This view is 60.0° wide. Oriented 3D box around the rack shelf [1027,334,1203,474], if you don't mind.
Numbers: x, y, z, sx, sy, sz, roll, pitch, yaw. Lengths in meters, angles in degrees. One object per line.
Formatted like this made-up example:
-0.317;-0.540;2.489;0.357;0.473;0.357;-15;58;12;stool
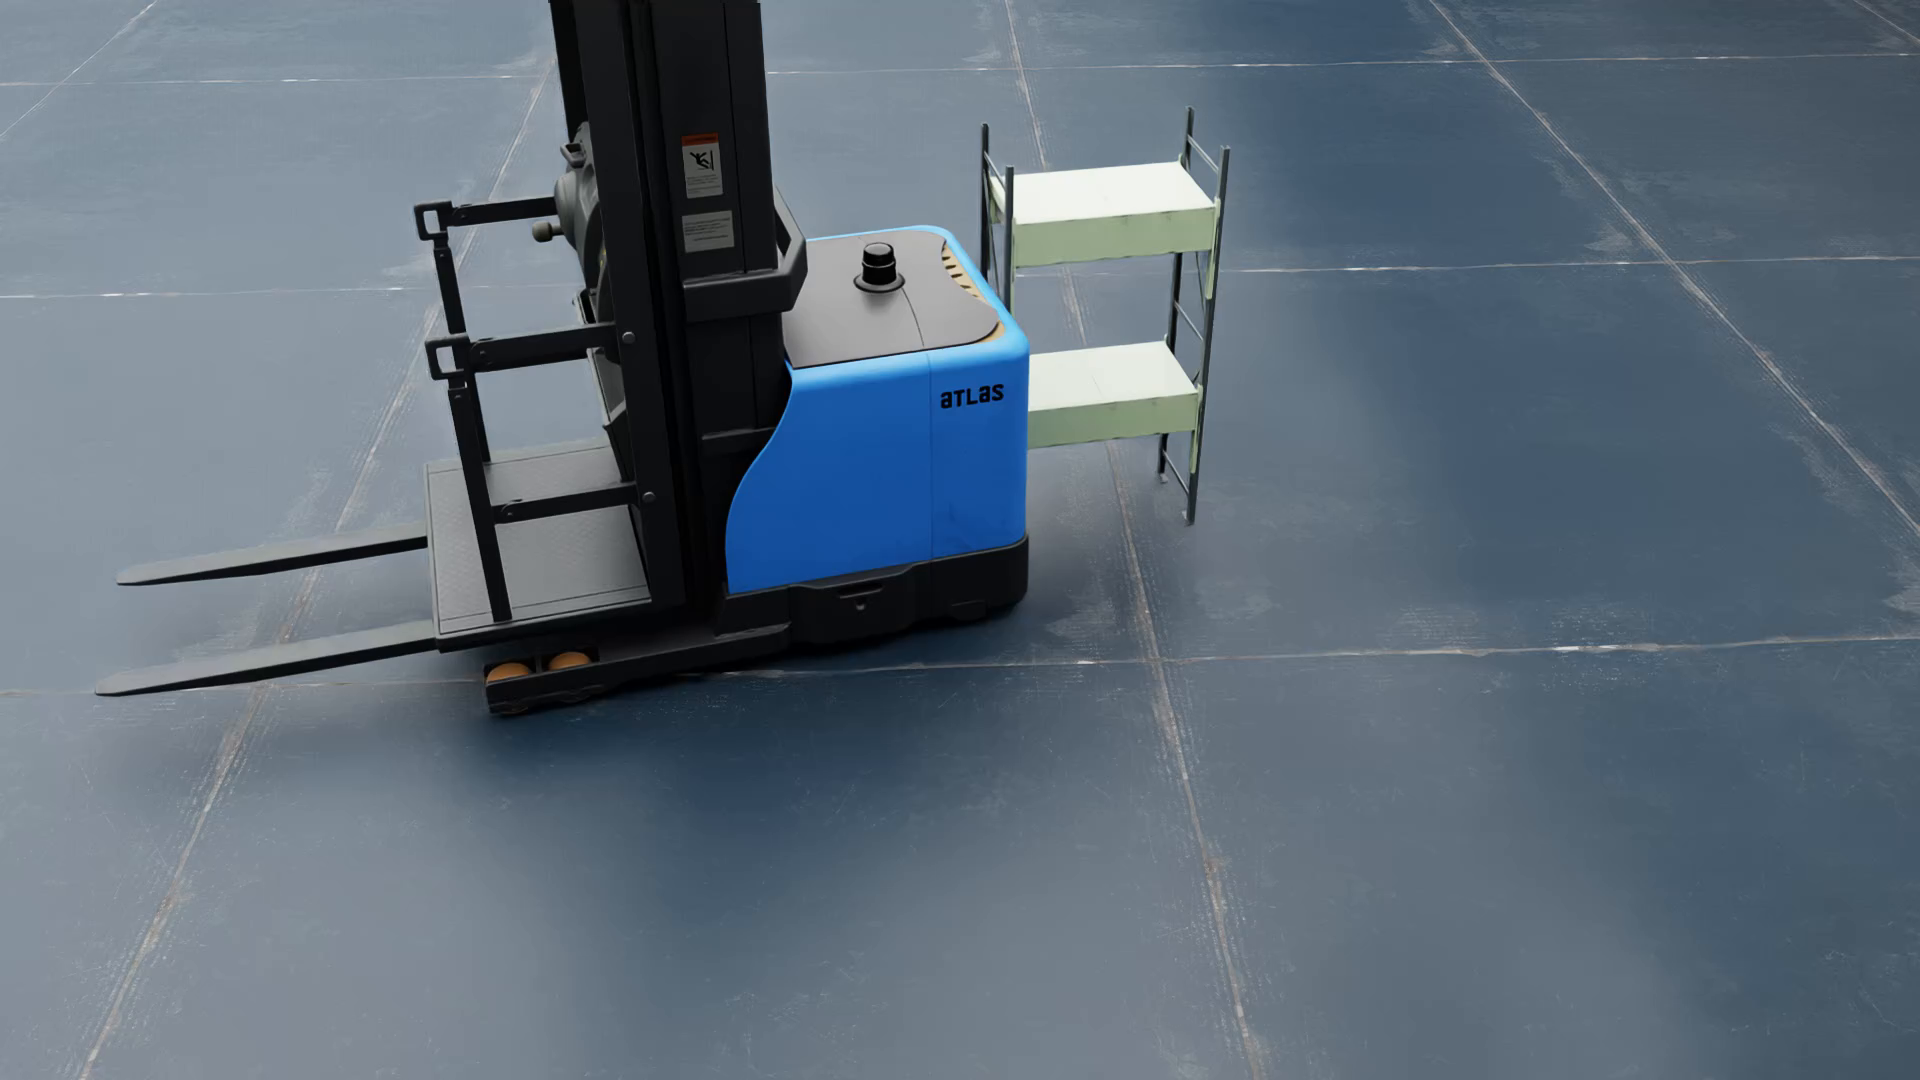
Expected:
0.481;-0.472;6.187;0.720;0.370;0.431;-7;35;-10;rack shelf

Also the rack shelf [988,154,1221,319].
0.481;-1.061;5.779;0.720;0.370;0.431;-7;35;-10;rack shelf

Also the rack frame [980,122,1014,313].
0.123;-0.696;5.938;0.023;1.500;0.400;-7;35;-10;rack frame

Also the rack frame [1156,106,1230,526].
0.838;-0.784;6.064;0.023;1.500;0.400;-7;35;-10;rack frame

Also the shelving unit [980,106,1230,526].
0.481;-0.740;6.001;0.755;1.500;0.431;-7;35;-10;shelving unit

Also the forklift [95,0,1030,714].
-1.337;-0.974;5.082;3.031;2.935;1.130;-10;36;-14;forklift
